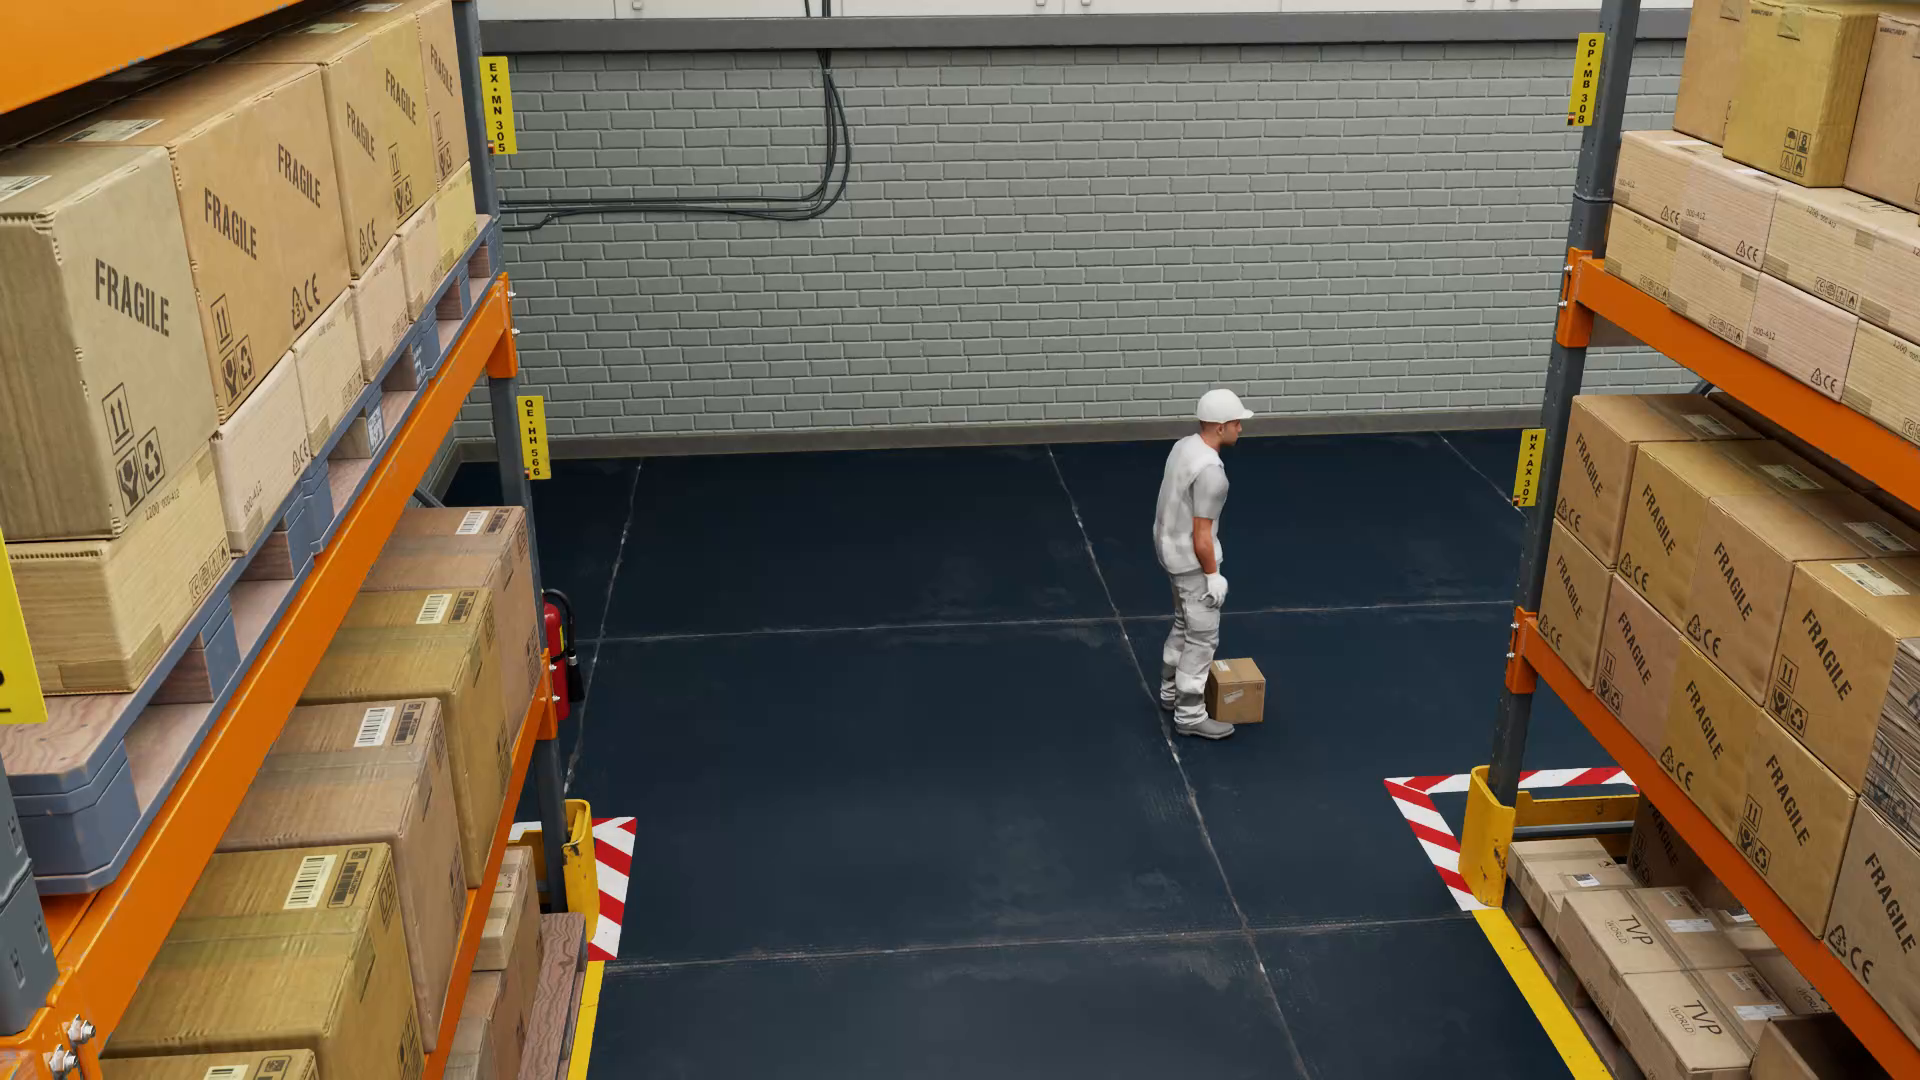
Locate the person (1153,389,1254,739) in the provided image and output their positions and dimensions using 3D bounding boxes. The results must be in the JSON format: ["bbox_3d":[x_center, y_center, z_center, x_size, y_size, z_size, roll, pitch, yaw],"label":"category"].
[{"bbox_3d":[1.203,0.105,8.338,0.449,1.779,0.609,-2,24,-5],"label":"person"}]
